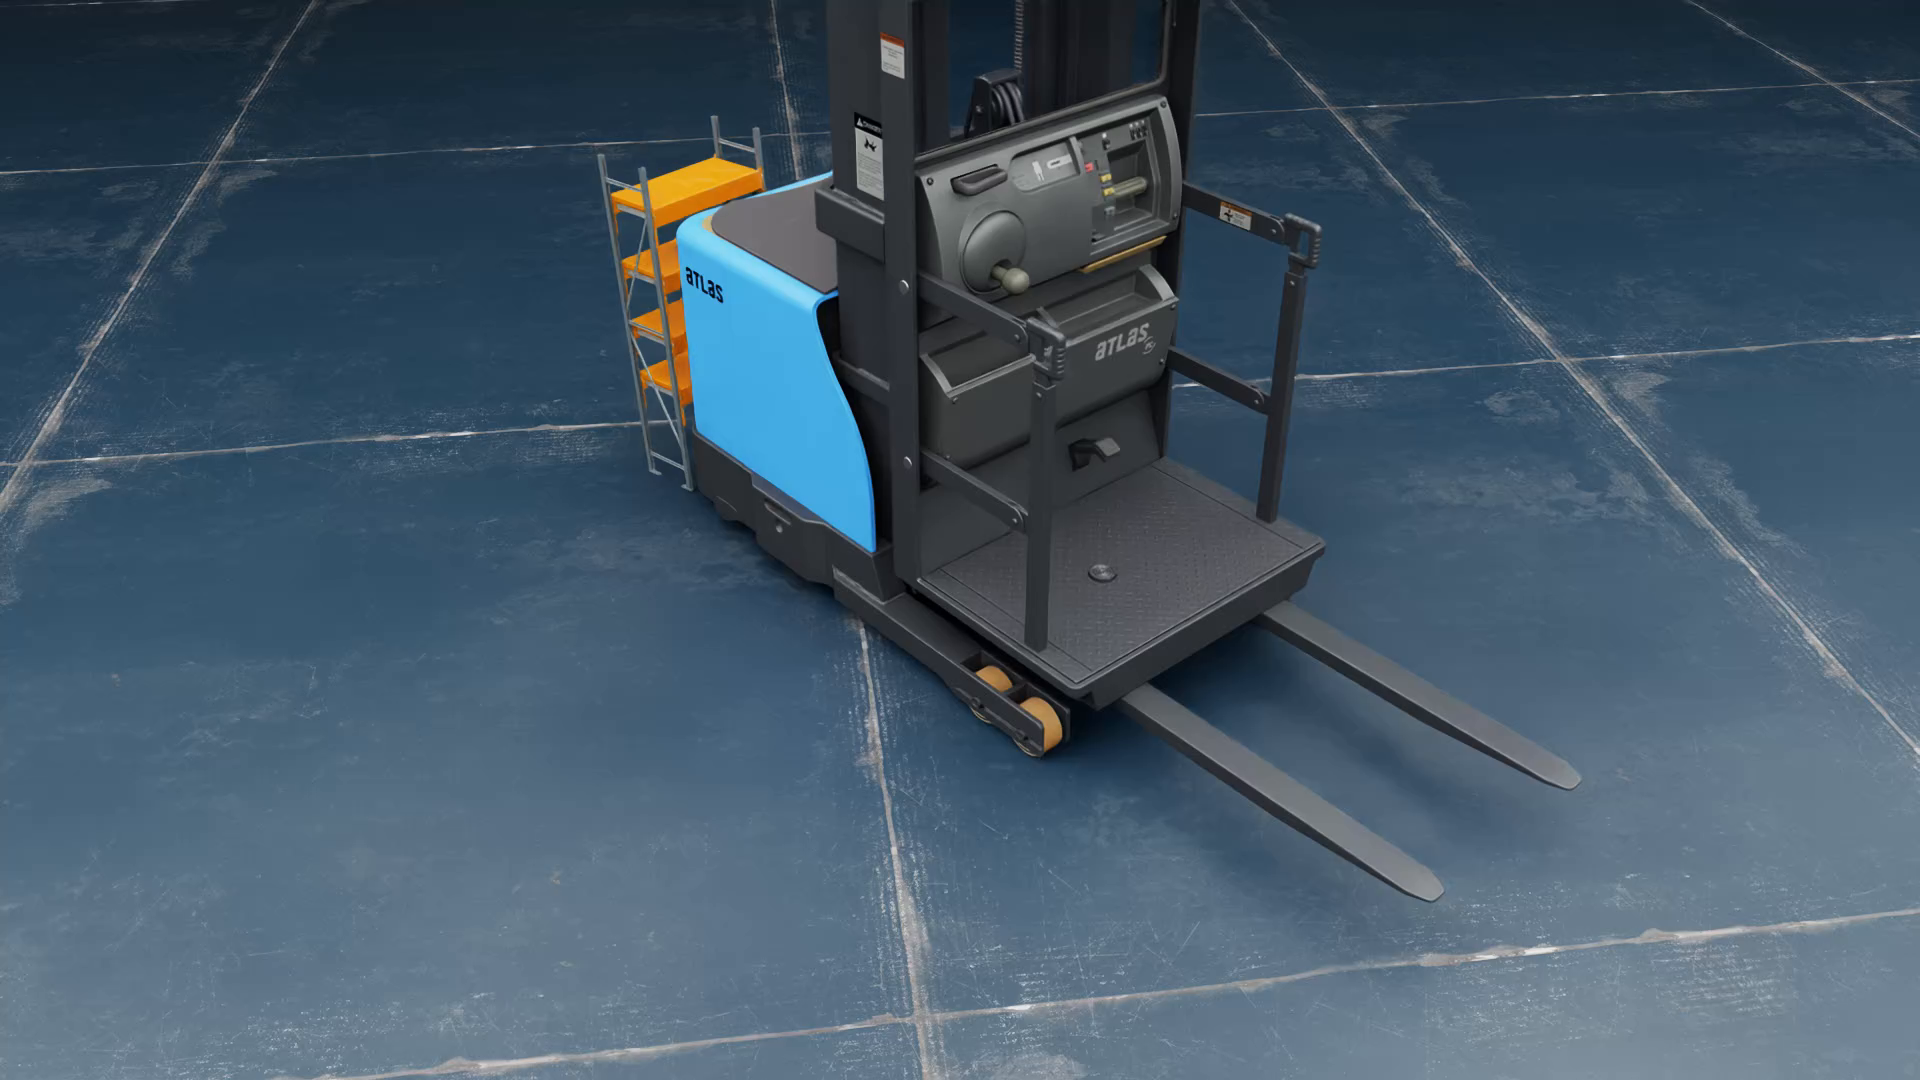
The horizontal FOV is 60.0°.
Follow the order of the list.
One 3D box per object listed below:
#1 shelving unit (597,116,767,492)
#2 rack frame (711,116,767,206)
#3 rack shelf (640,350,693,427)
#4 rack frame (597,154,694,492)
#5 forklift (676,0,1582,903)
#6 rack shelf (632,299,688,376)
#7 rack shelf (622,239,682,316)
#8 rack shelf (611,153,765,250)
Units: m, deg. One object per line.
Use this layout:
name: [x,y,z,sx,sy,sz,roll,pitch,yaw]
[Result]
shelving unit: [-0.912,-0.826,5.883,0.258,1.200,0.503,24,41,36]
rack frame: [-0.747,-0.927,6.031,0.240,1.200,0.015,24,41,36]
rack shelf: [-0.900,-0.600,6.023,0.258,0.148,0.480,24,41,36]
rack frame: [-1.077,-0.725,5.734,0.240,1.200,0.015,24,41,36]
forklift: [0.411,-0.910,4.482,1.130,2.935,3.031,-26,42,-33]
rack shelf: [-0.909,-0.769,5.918,0.258,0.148,0.480,24,41,36]
rack shelf: [-0.919,-0.959,5.800,0.258,0.148,0.480,24,41,36]
rack shelf: [-0.930,-1.159,5.675,0.258,0.148,0.480,24,41,36]
